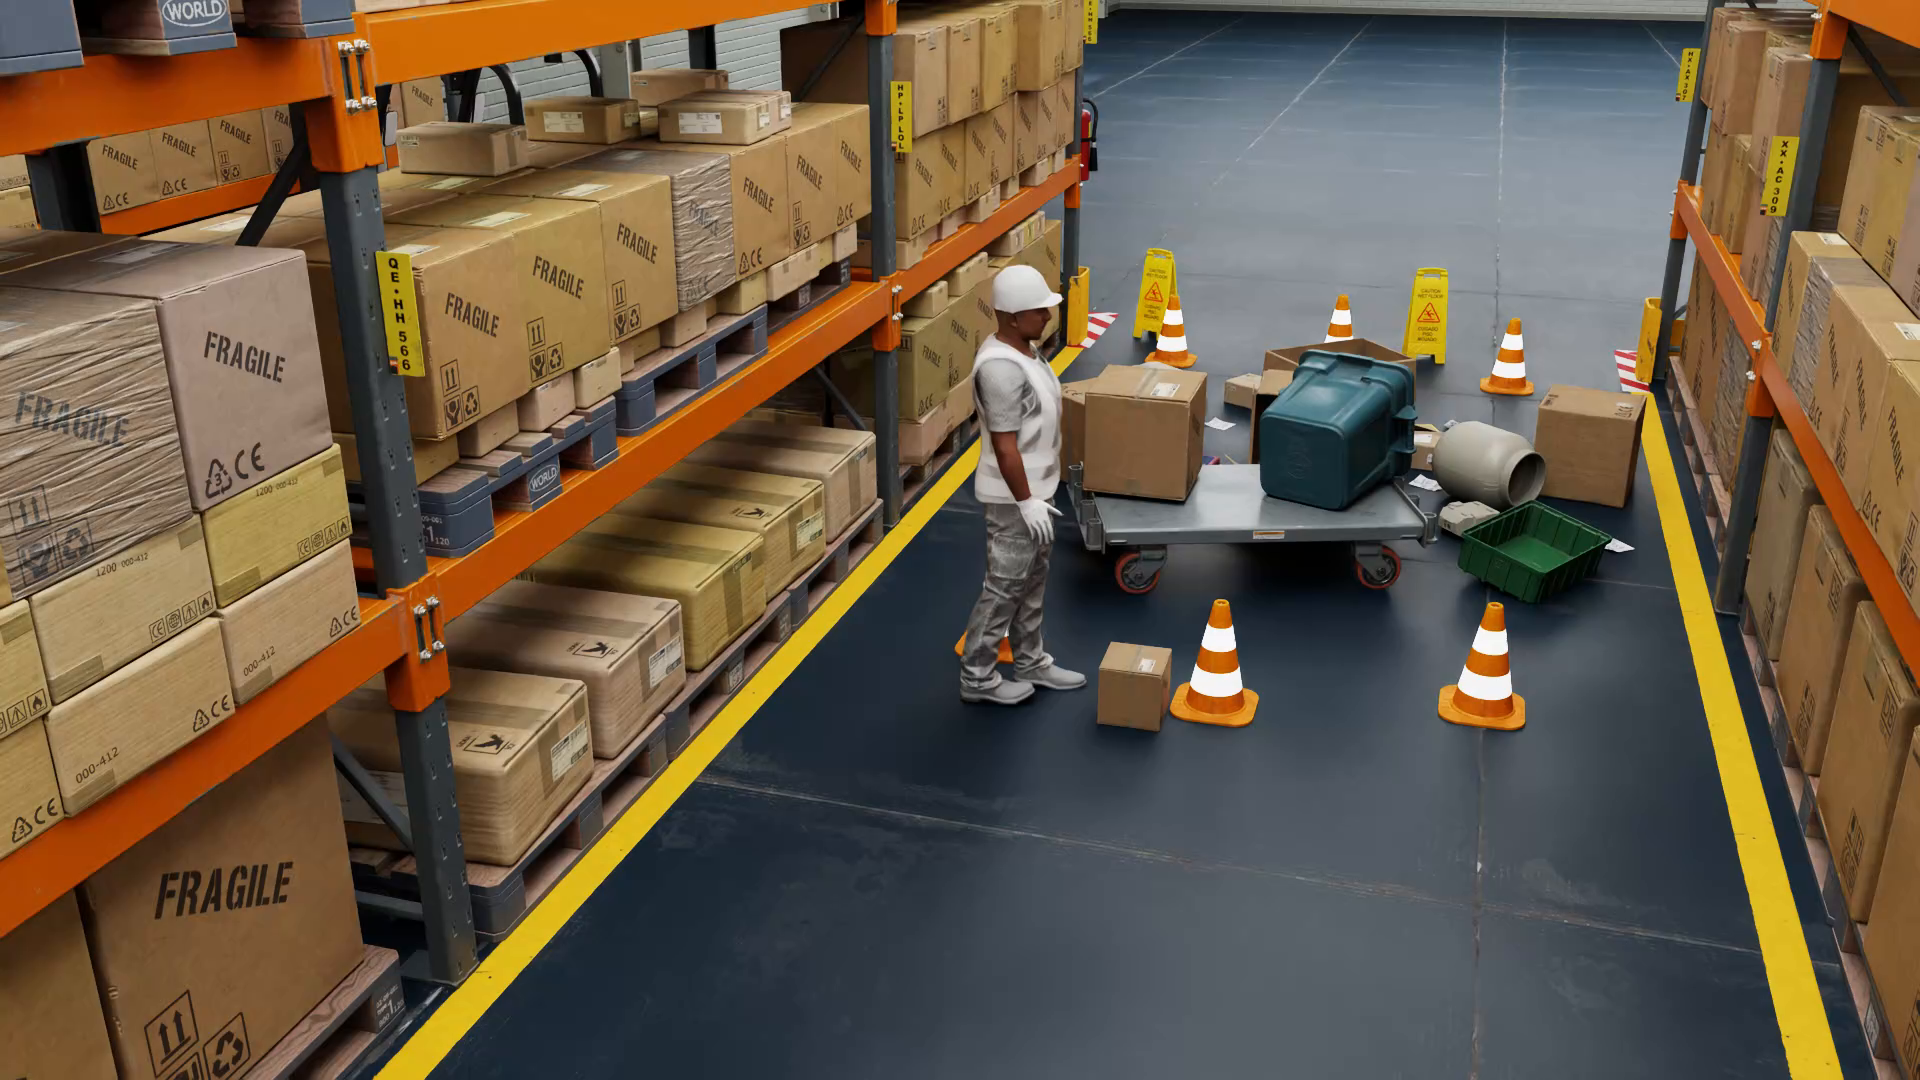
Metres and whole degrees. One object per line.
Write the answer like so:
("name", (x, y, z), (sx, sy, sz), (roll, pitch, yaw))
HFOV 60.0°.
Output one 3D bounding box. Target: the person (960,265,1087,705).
("person", (0.261, -0.190, 6.521), (0.506, 1.800, 0.570), (3, 22, 7))
